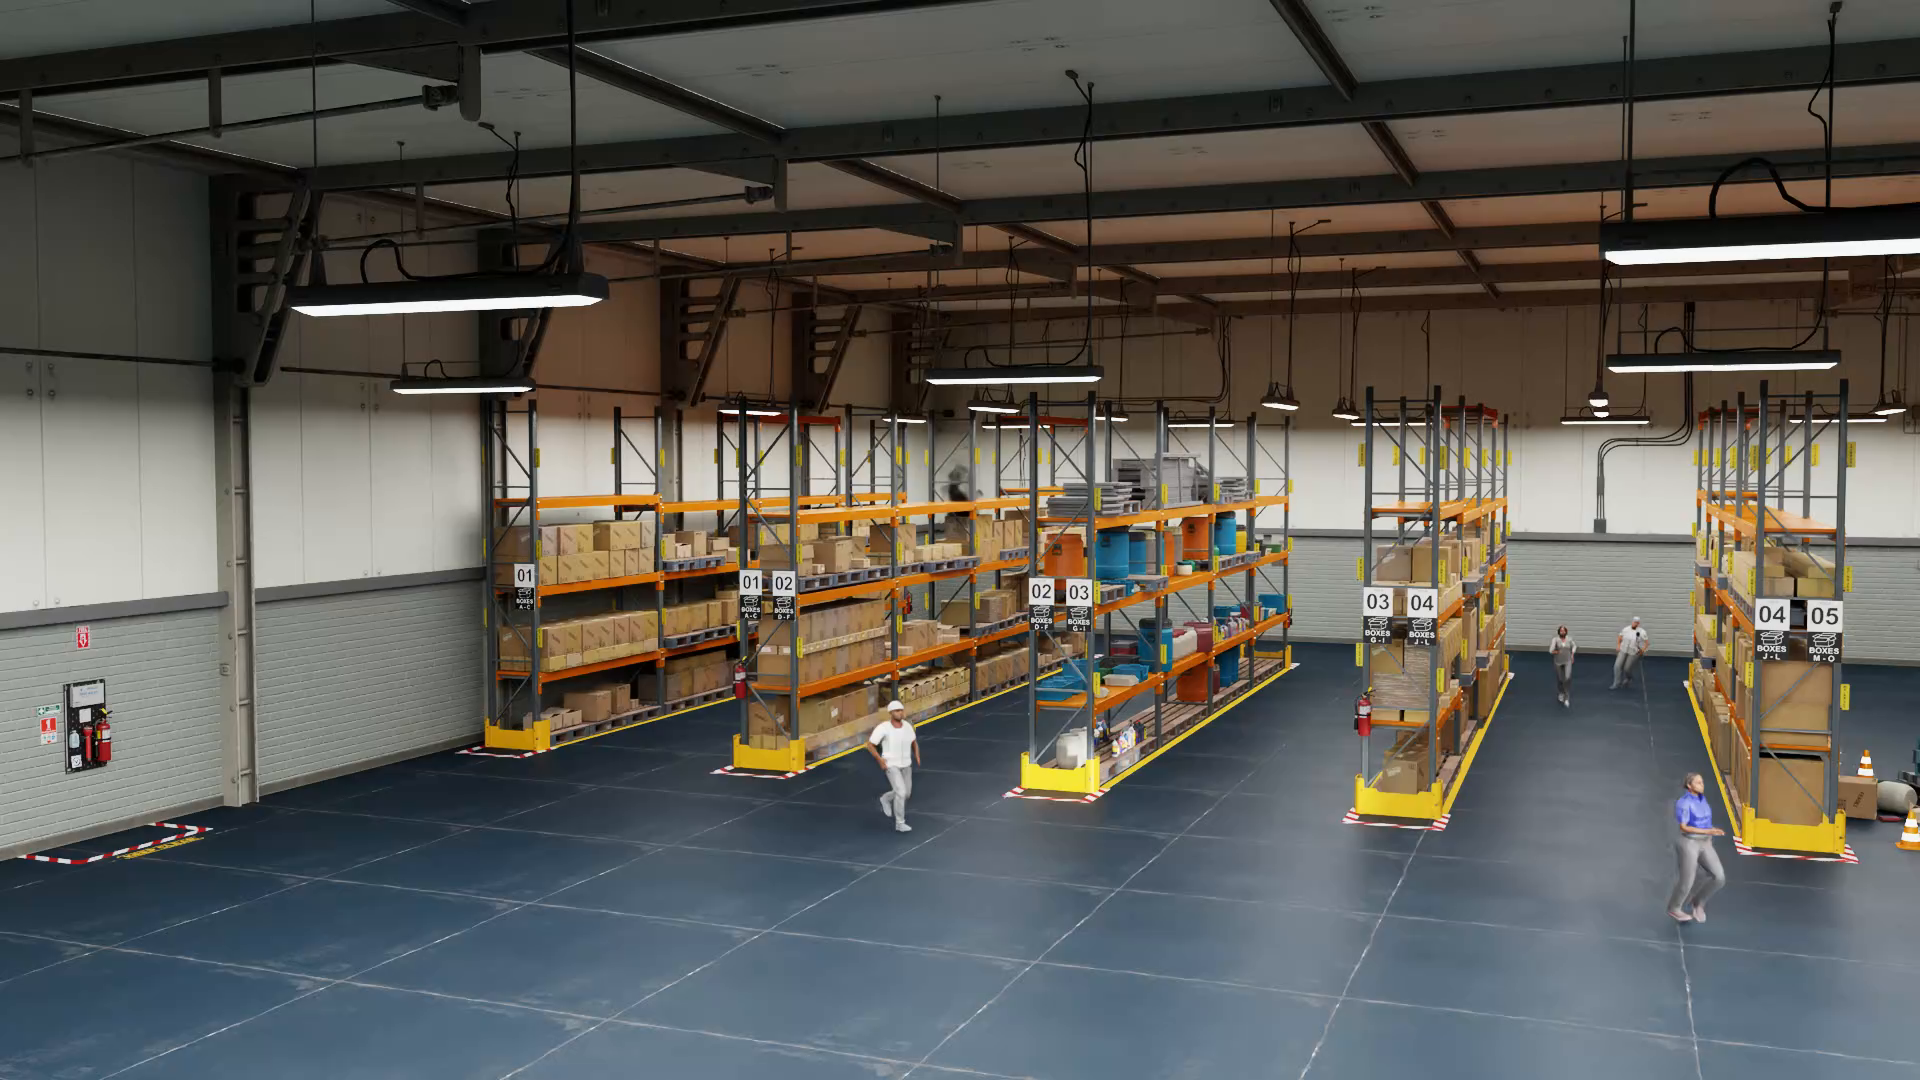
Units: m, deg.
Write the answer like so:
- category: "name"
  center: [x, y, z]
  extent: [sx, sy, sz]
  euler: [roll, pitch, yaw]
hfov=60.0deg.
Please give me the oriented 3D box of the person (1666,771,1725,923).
- category: "person"
  center: [7.893, 3.298, 17.790]
  extent: [0.547, 1.639, 0.661]
  euler: [-1, 3, -27]

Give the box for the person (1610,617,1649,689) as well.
- category: "person"
  center: [14.581, 2.446, 36.119]
  extent: [0.714, 1.595, 0.643]
  euler: [2, 4, 38]

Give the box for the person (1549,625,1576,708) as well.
- category: "person"
  center: [12.190, 2.590, 33.651]
  extent: [0.522, 1.547, 0.751]
  euler: [1, 3, 19]

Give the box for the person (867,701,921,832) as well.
- category: "person"
  center: [-0.887, 3.027, 22.423]
  extent: [0.739, 1.733, 0.795]
  euler: [-2, 4, -38]
